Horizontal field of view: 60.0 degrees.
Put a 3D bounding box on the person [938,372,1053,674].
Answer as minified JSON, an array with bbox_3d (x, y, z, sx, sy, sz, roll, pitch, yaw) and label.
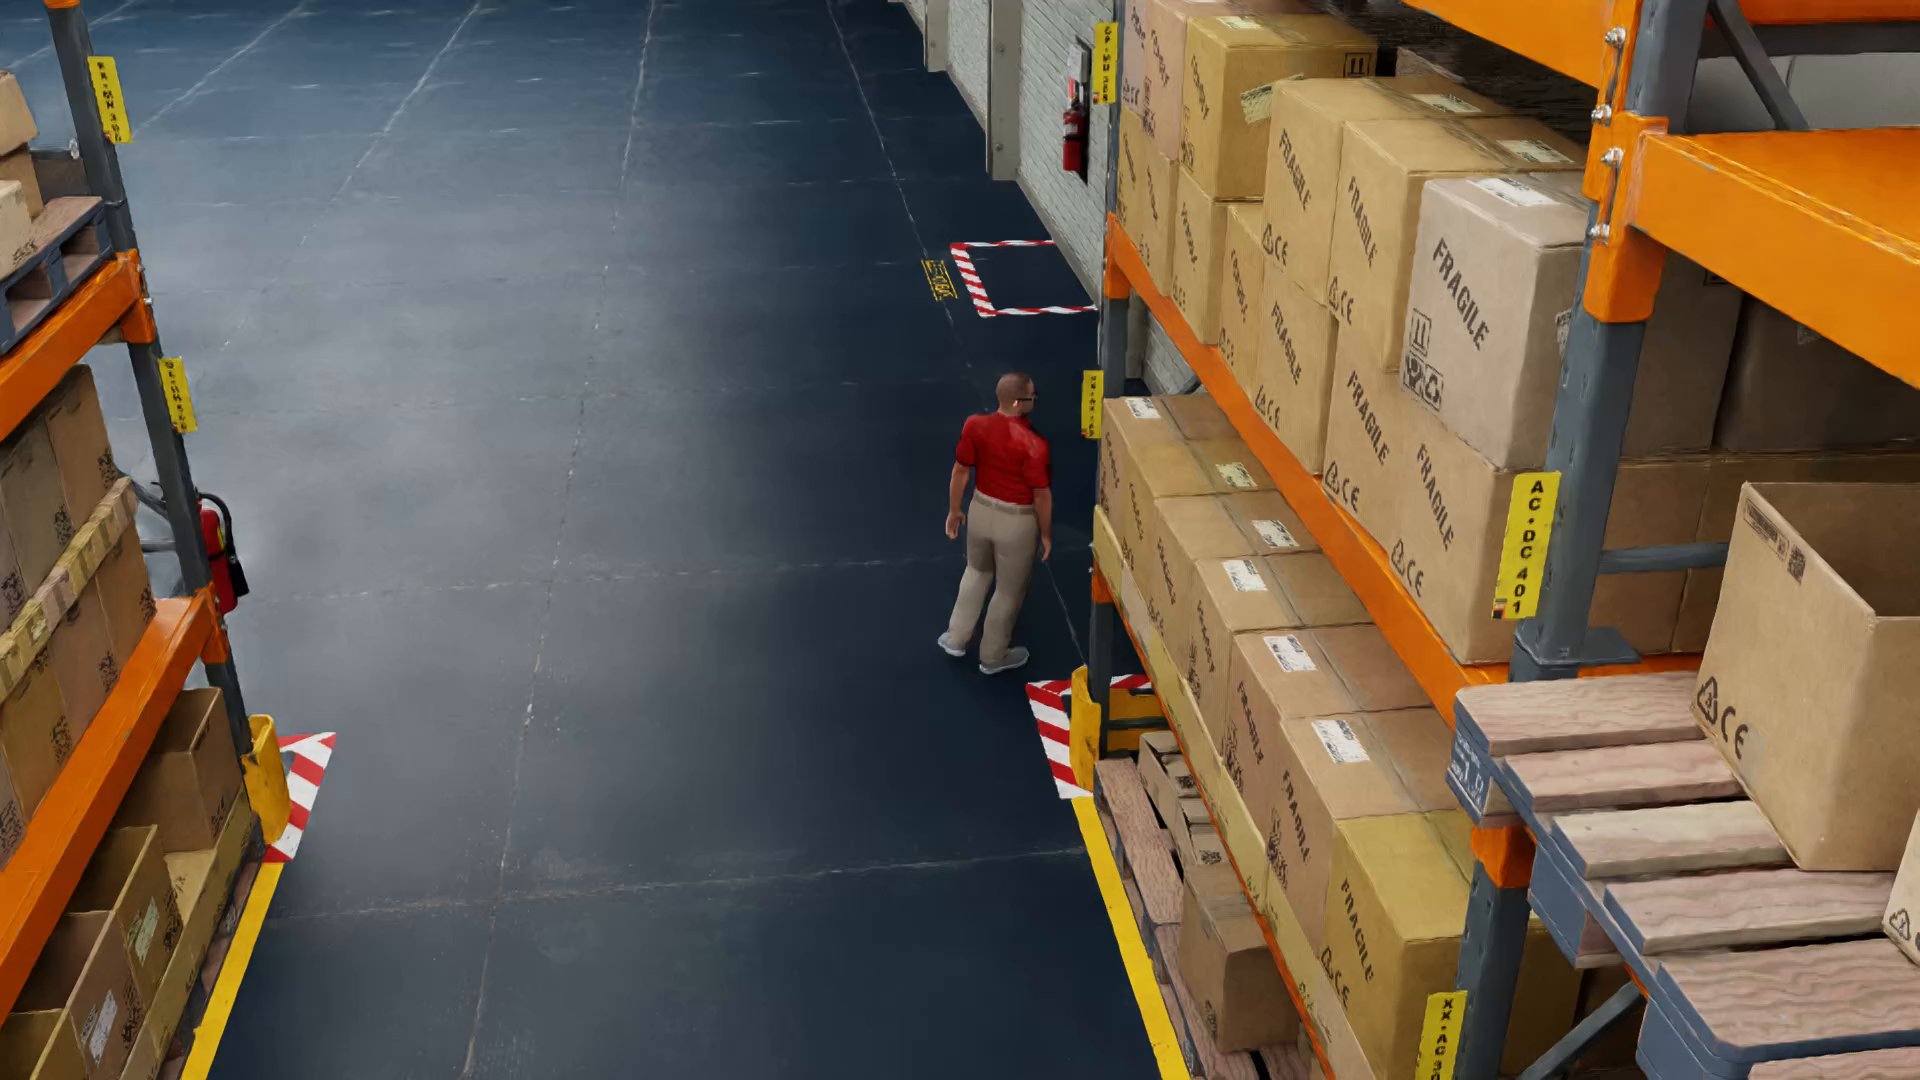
[{"bbox_3d":[0.188,-0.082,8.788,0.659,1.725,0.467,17,32,30],"label":"person"}]
